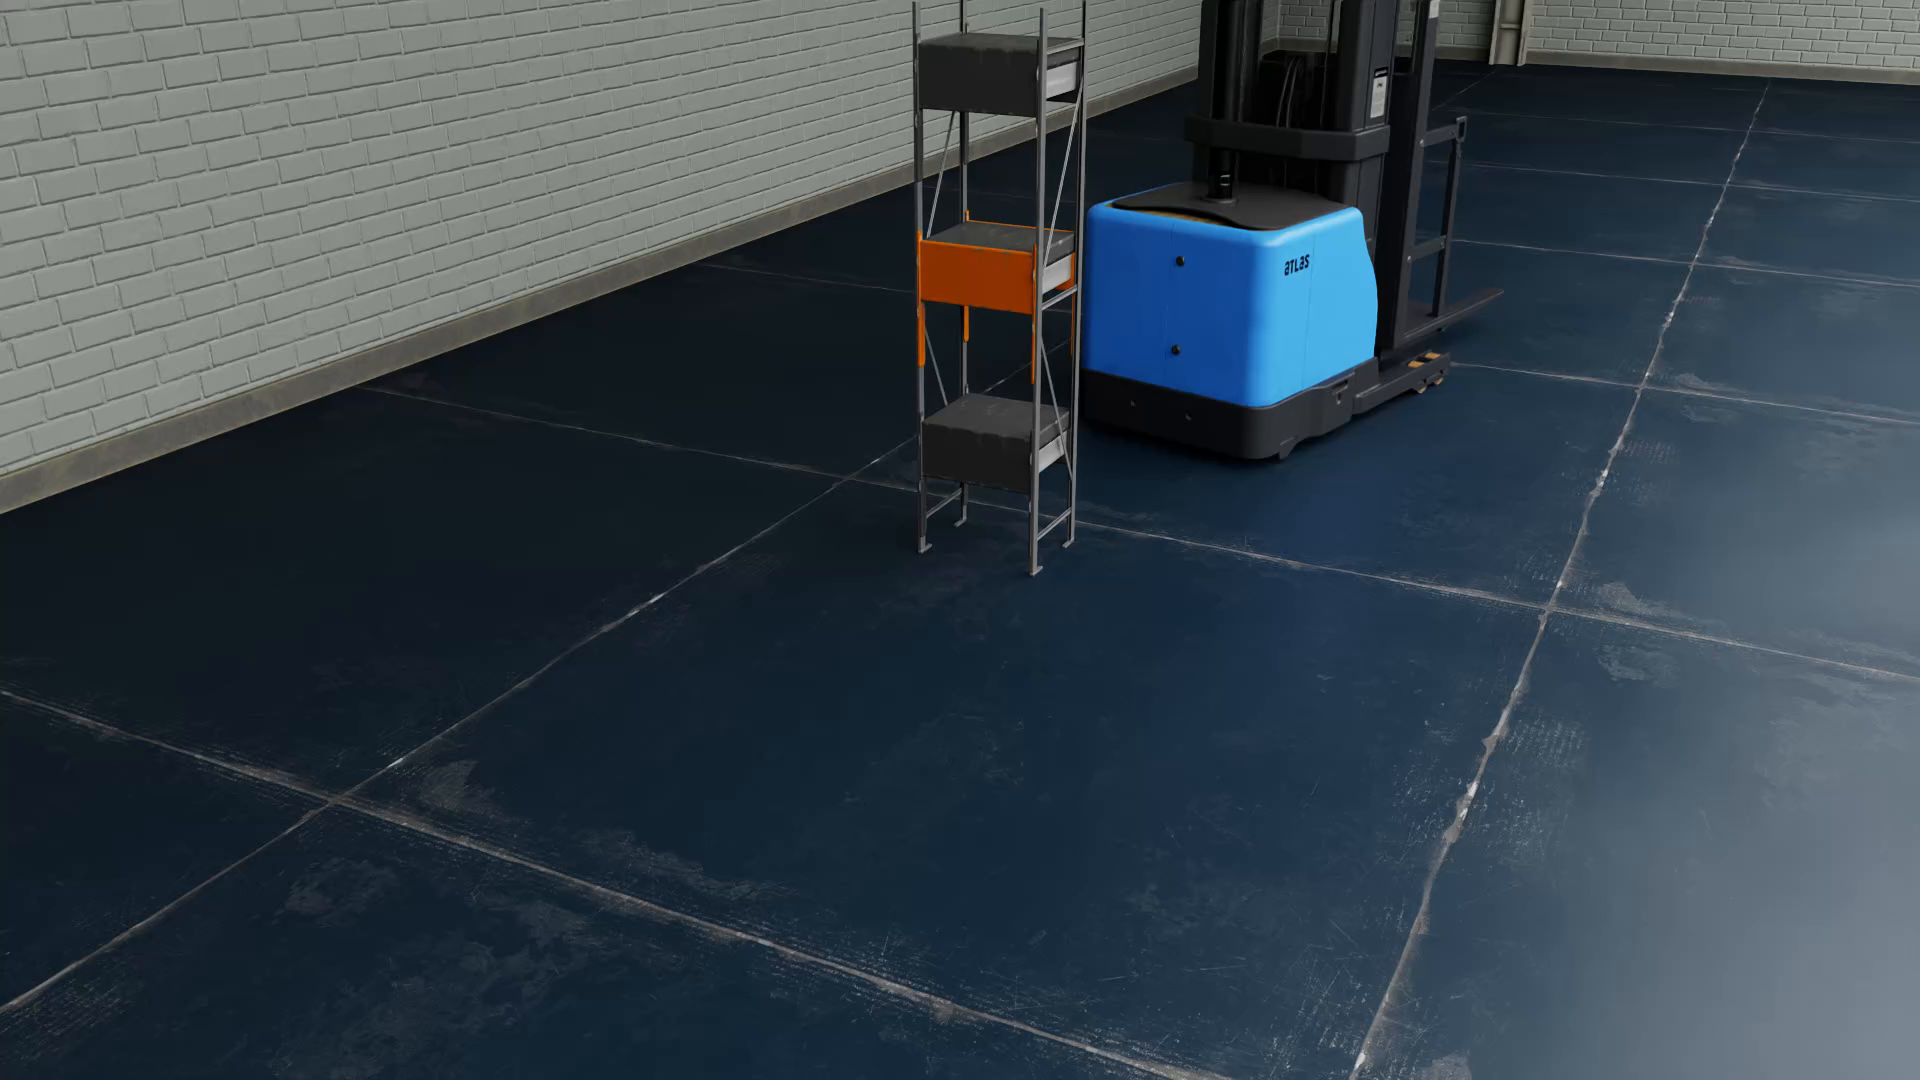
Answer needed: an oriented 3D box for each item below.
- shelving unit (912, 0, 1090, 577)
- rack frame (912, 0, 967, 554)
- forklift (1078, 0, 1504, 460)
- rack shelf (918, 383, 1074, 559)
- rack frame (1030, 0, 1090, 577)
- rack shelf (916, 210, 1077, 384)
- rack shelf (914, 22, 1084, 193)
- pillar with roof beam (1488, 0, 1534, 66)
[{"bbox_3d":[0.148,-0.937,6.270,0.503,2.100,0.431,11,25,25],"label":"shelving unit"},{"bbox_3d":[-0.070,-0.980,6.372,0.015,2.100,0.400,11,25,25],"label":"rack frame"},{"bbox_3d":[1.898,-2.210,8.201,1.130,2.935,3.031,18,29,36],"label":"forklift"},{"bbox_3d":[0.148,-0.280,6.550,0.480,0.518,0.431,11,25,25],"label":"rack shelf"},{"bbox_3d":[0.365,-0.894,6.169,0.015,2.100,0.400,11,25,25],"label":"rack frame"},{"bbox_3d":[0.148,-0.924,6.276,0.480,0.518,0.431,11,25,25],"label":"rack shelf"},{"bbox_3d":[0.148,-1.569,6.002,0.480,0.518,0.431,11,25,25],"label":"rack shelf"},{"bbox_3d":[4.861,-8.563,15.388,0.400,9.000,9.100,11,25,25],"label":"pillar with roof beam"}]
